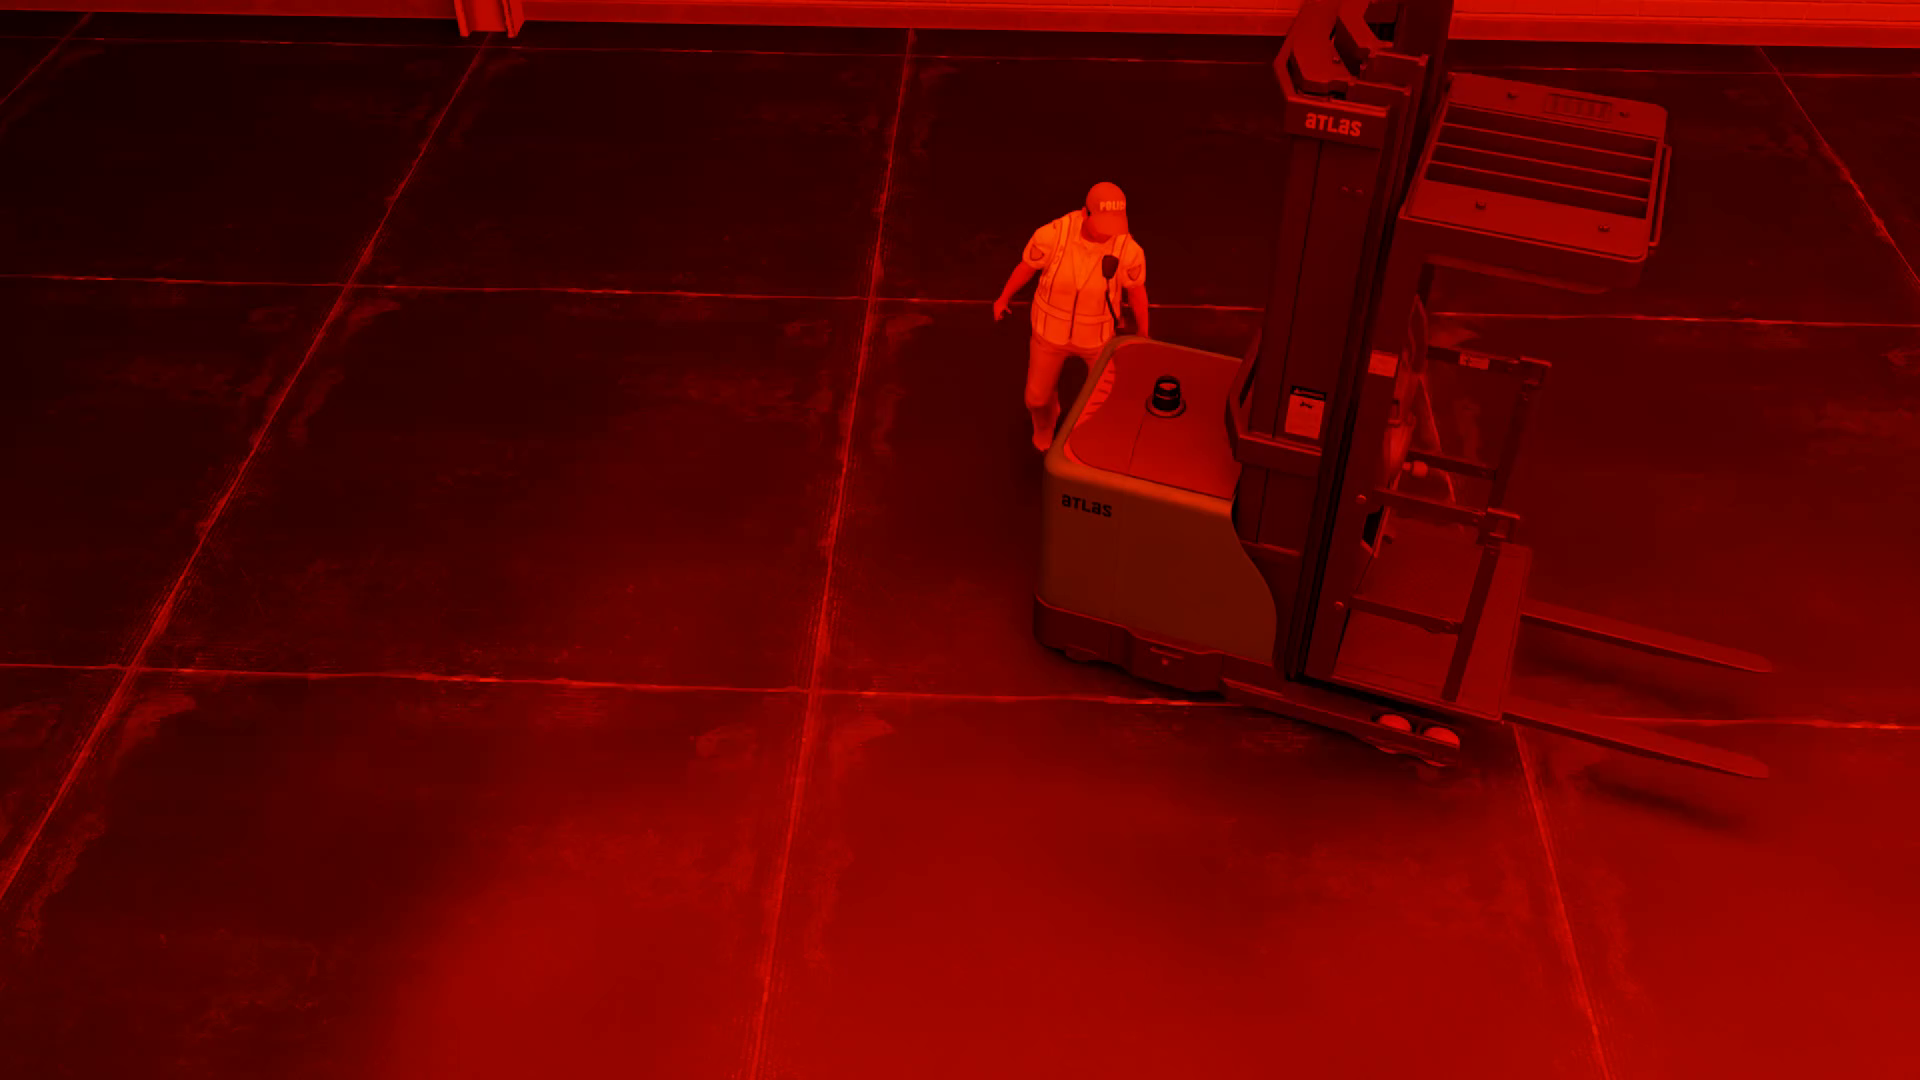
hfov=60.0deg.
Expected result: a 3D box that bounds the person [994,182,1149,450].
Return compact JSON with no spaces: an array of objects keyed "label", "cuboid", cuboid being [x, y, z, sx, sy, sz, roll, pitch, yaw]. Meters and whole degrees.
[{"label":"person","cuboid":[0.560,-1.007,7.876,0.840,1.645,0.506,9,43,10]}]

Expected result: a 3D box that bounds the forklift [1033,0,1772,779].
[{"label":"forklift","cuboid":[1.894,-0.554,6.349,3.031,2.935,1.130,14,44,15]}]
